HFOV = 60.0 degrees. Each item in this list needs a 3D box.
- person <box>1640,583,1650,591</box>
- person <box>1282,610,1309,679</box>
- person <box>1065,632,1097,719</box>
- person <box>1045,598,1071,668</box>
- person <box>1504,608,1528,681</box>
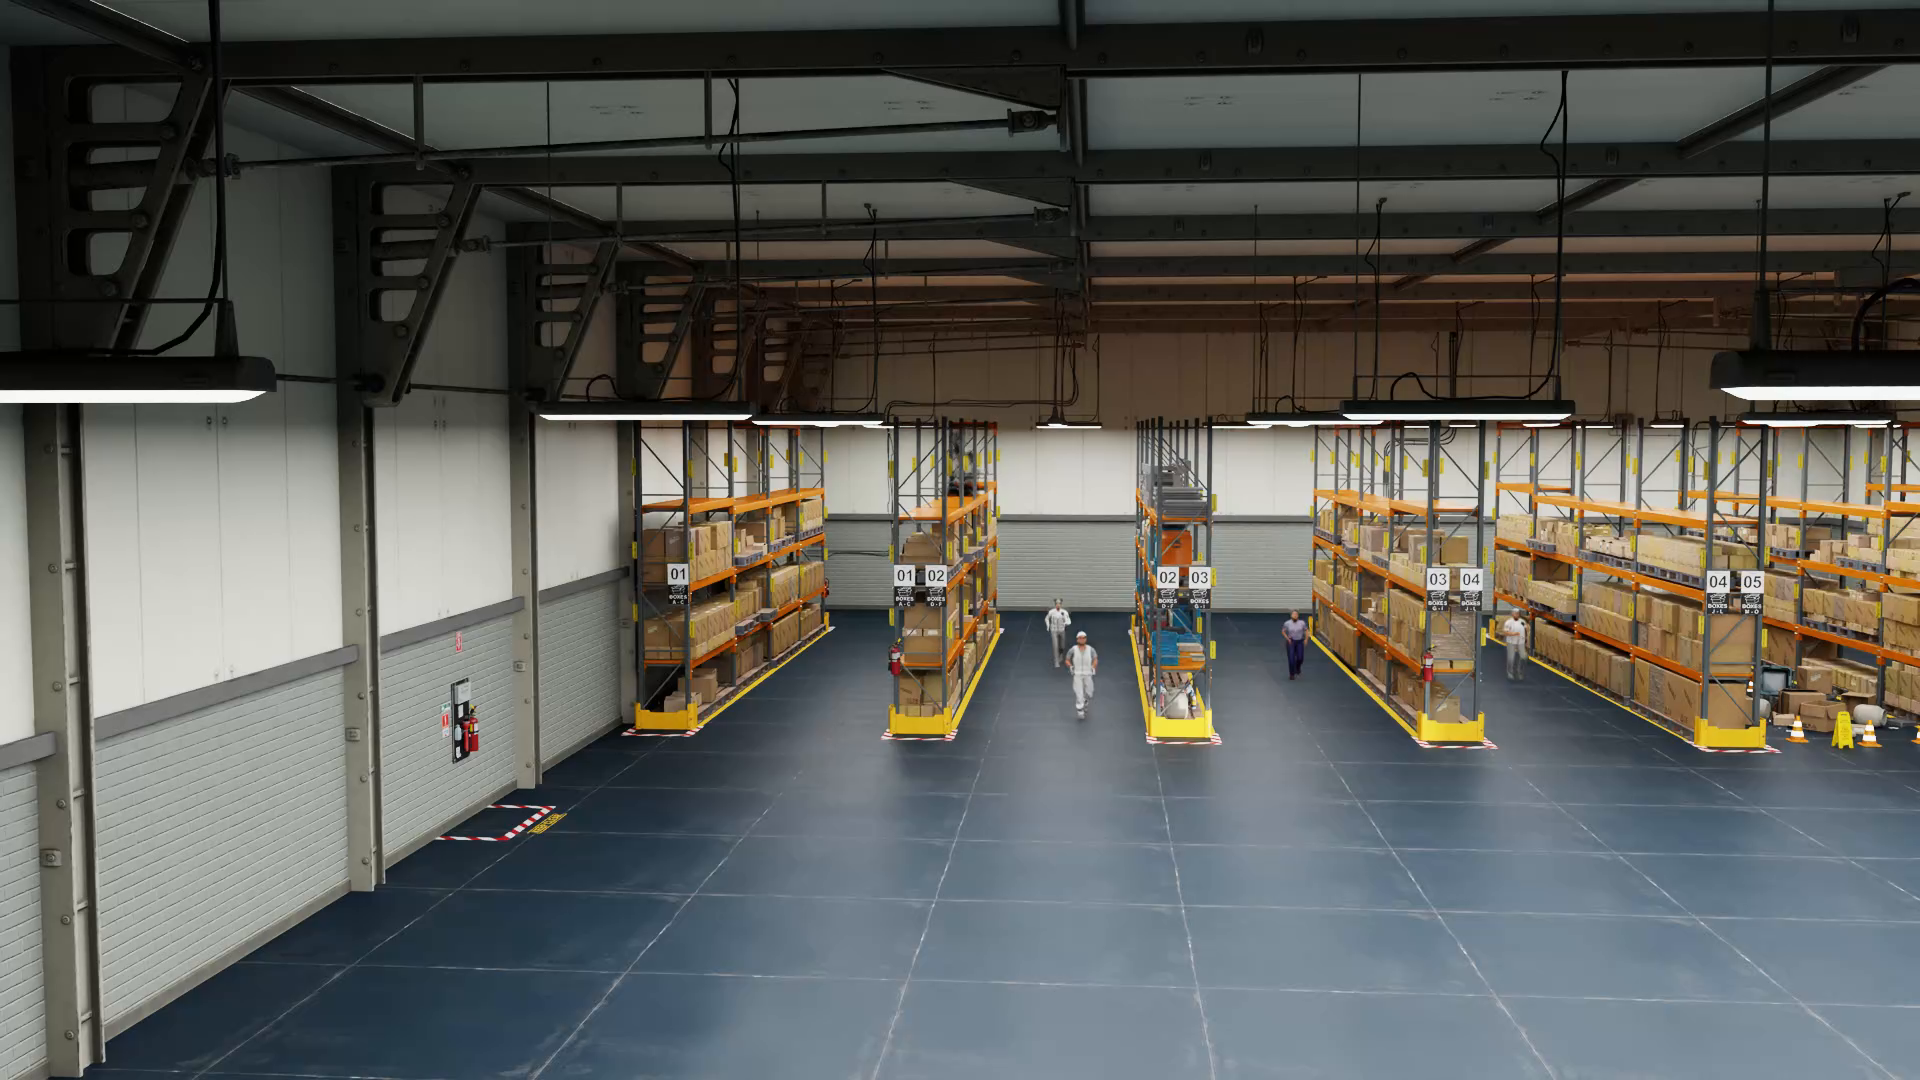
[{"bbox_3d":[19.404,1.775,47.296,0.556,1.712,0.695,1,4,8],"label":"person"},{"bbox_3d":[7.758,2.424,38.450,0.640,1.595,0.548,0,4,2],"label":"person"},{"bbox_3d":[2.427,2.692,33.087,0.652,1.738,0.615,0,4,-2],"label":"person"},{"bbox_3d":[2.384,2.234,40.483,0.624,1.669,0.855,0,4,1],"label":"person"},{"bbox_3d":[12.778,2.406,38.196,0.578,1.685,0.688,0,4,5],"label":"person"}]
